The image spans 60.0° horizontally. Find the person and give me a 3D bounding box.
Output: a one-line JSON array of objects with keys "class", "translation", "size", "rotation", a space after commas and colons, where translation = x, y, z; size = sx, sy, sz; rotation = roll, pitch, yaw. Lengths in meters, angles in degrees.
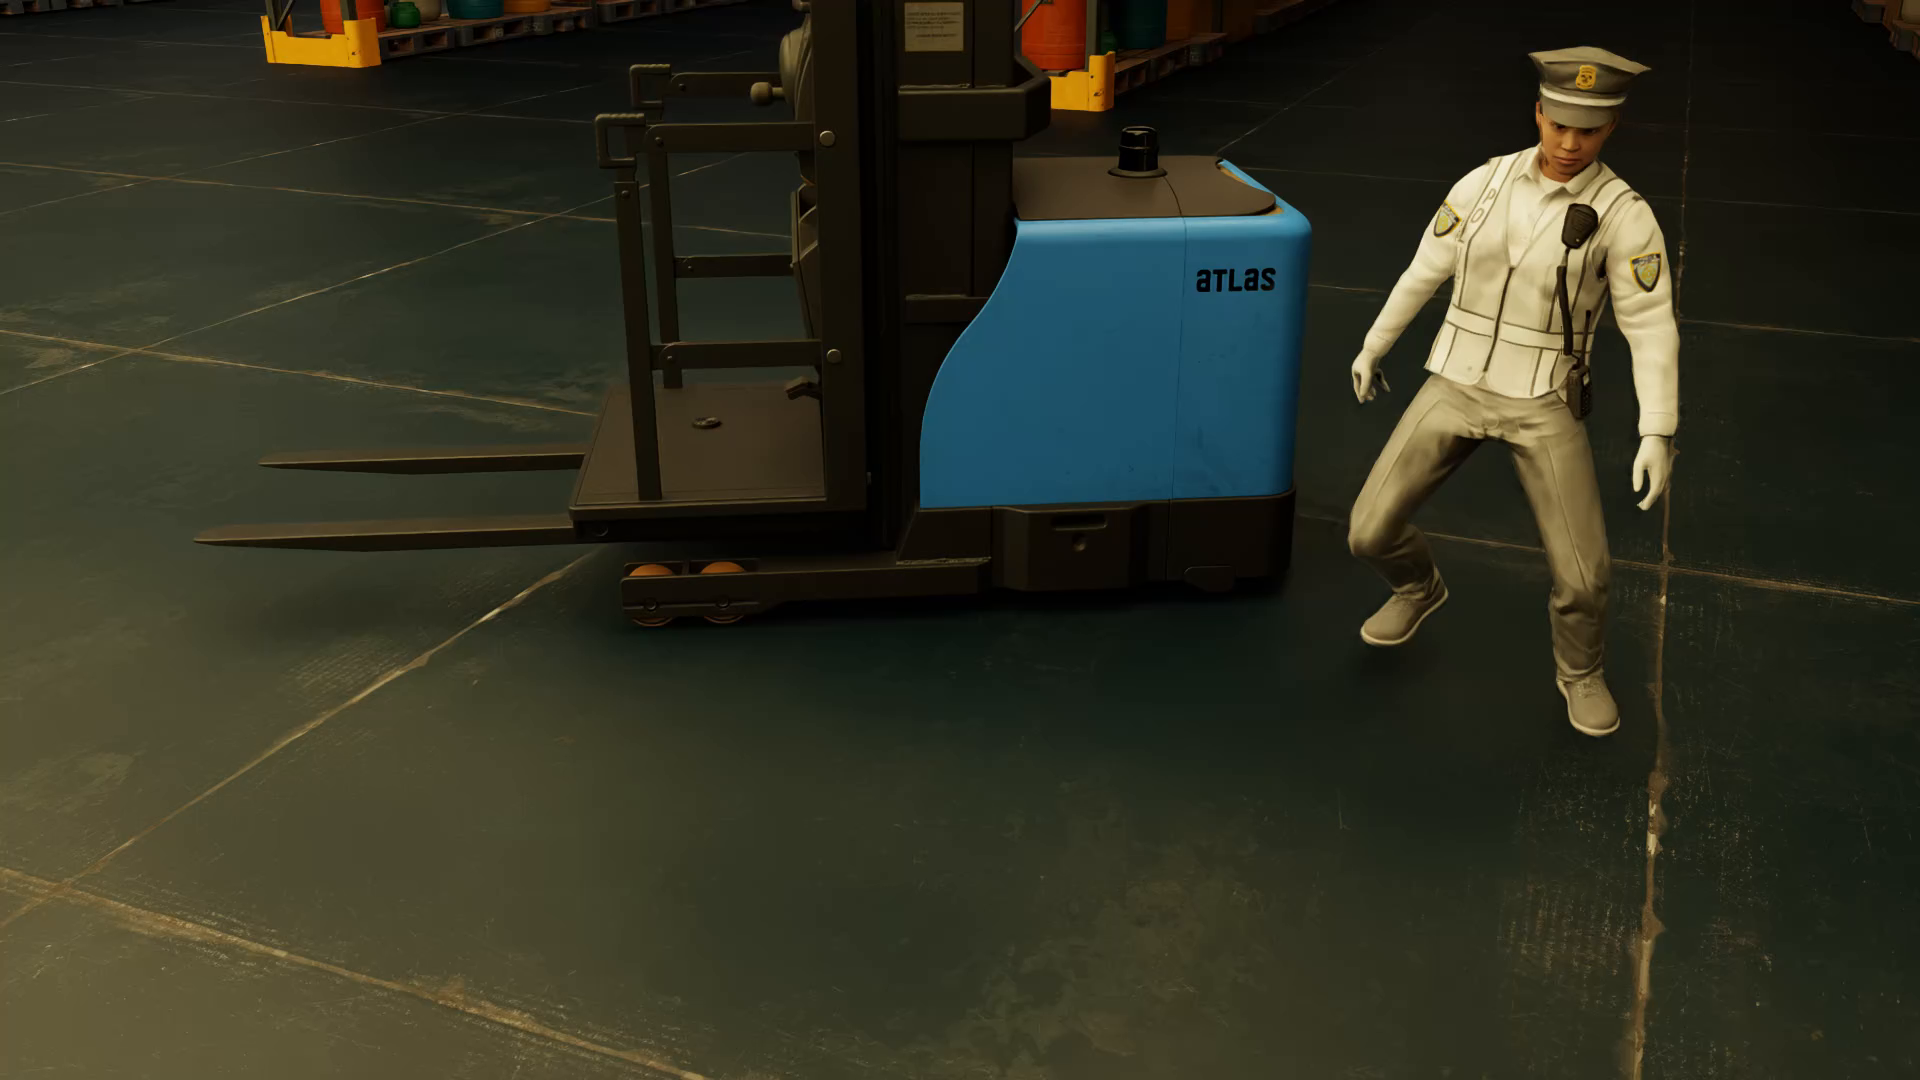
[{"class": "person", "translation": [1.267, -0.336, 3.881], "size": [0.828, 1.580, 0.471], "rotation": [19, 29, 37]}]

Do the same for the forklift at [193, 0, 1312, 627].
[{"class": "forklift", "translation": [-0.608, -1.330, 4.473], "size": [3.031, 2.935, 1.130], "rotation": [-2, 23, -5]}]
